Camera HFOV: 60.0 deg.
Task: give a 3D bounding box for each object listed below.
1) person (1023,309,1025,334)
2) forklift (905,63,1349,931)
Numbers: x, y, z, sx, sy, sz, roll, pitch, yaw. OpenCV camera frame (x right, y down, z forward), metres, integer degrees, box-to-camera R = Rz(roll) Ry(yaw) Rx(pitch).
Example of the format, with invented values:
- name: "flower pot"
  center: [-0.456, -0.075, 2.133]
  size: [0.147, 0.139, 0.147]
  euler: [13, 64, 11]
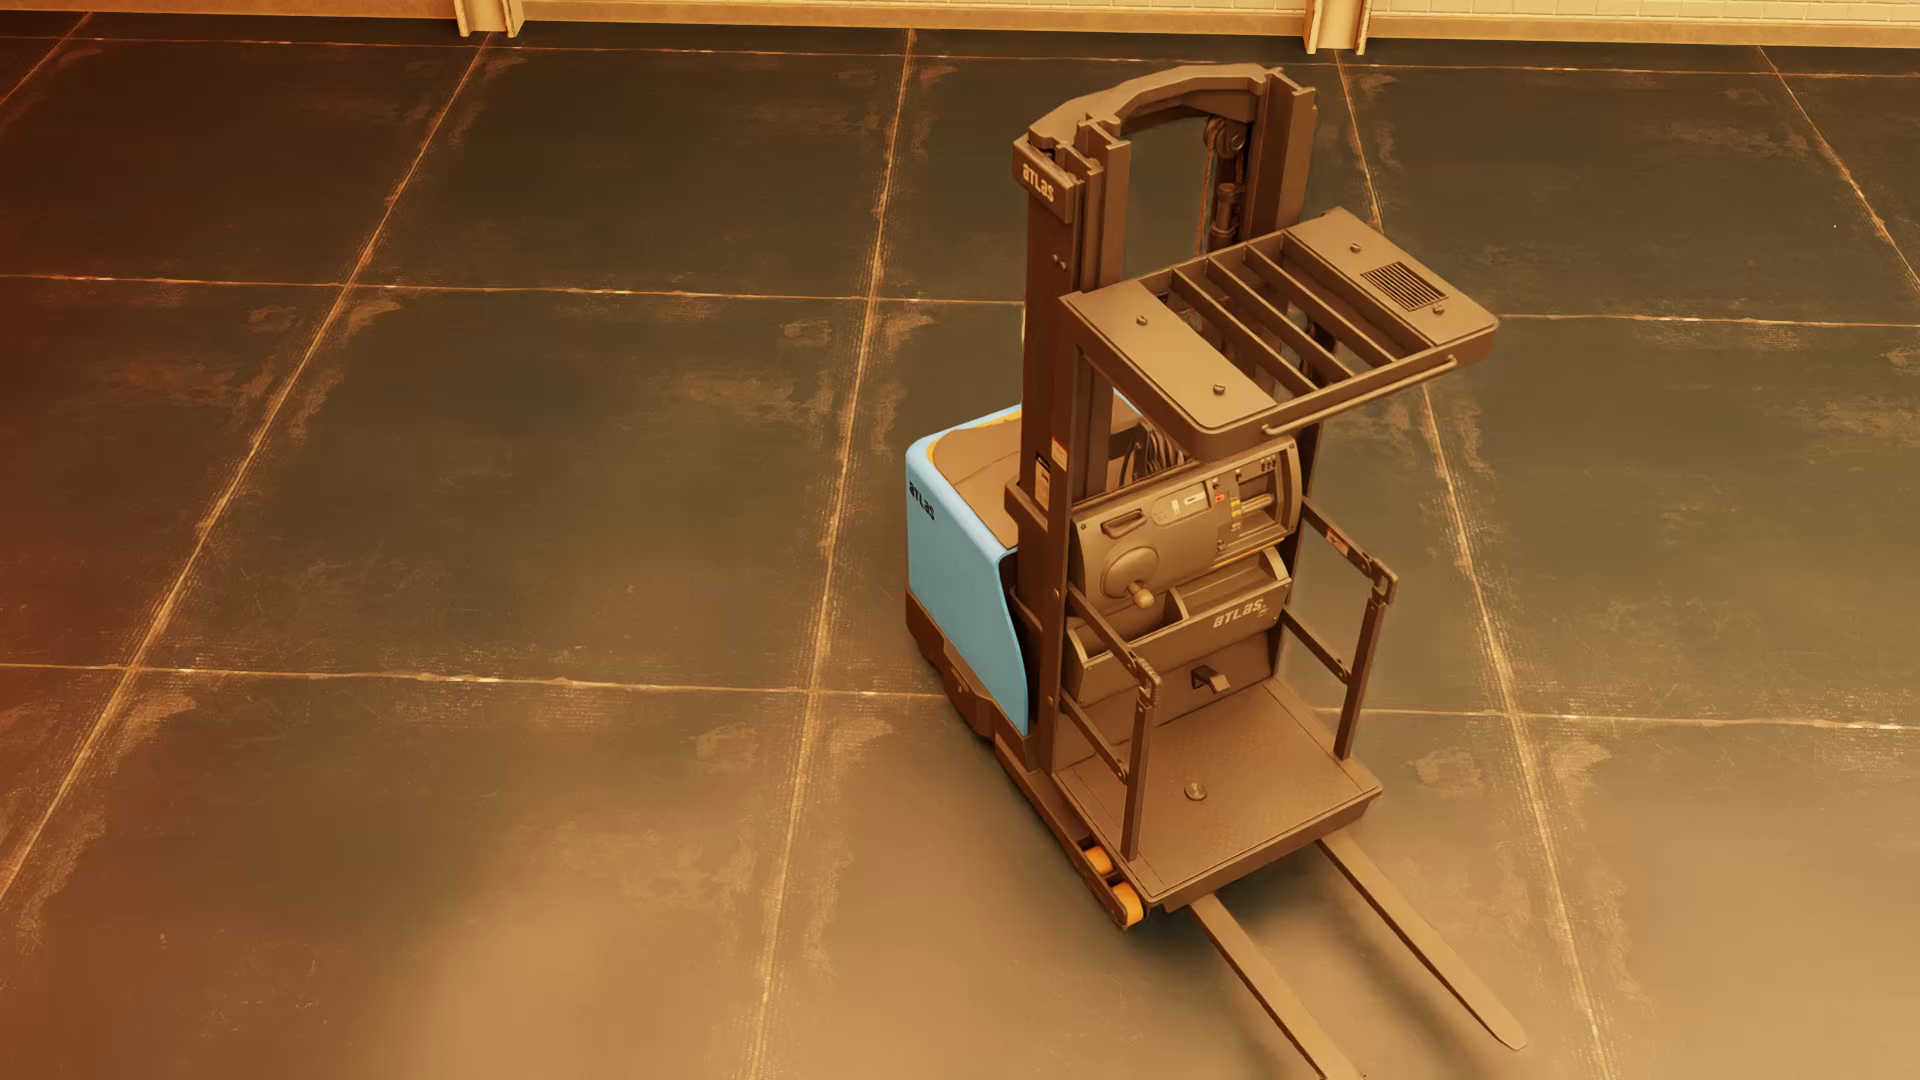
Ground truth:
- name: "person"
  center: [0.570, -0.491, 7.259]
  size: [0.878, 1.639, 0.797]
  euler: [-9, 43, -9]
- name: "forklift"
  center: [0.920, 0.026, 5.714]
  size: [1.130, 2.935, 3.031]
  euler: [-21, 46, -21]
